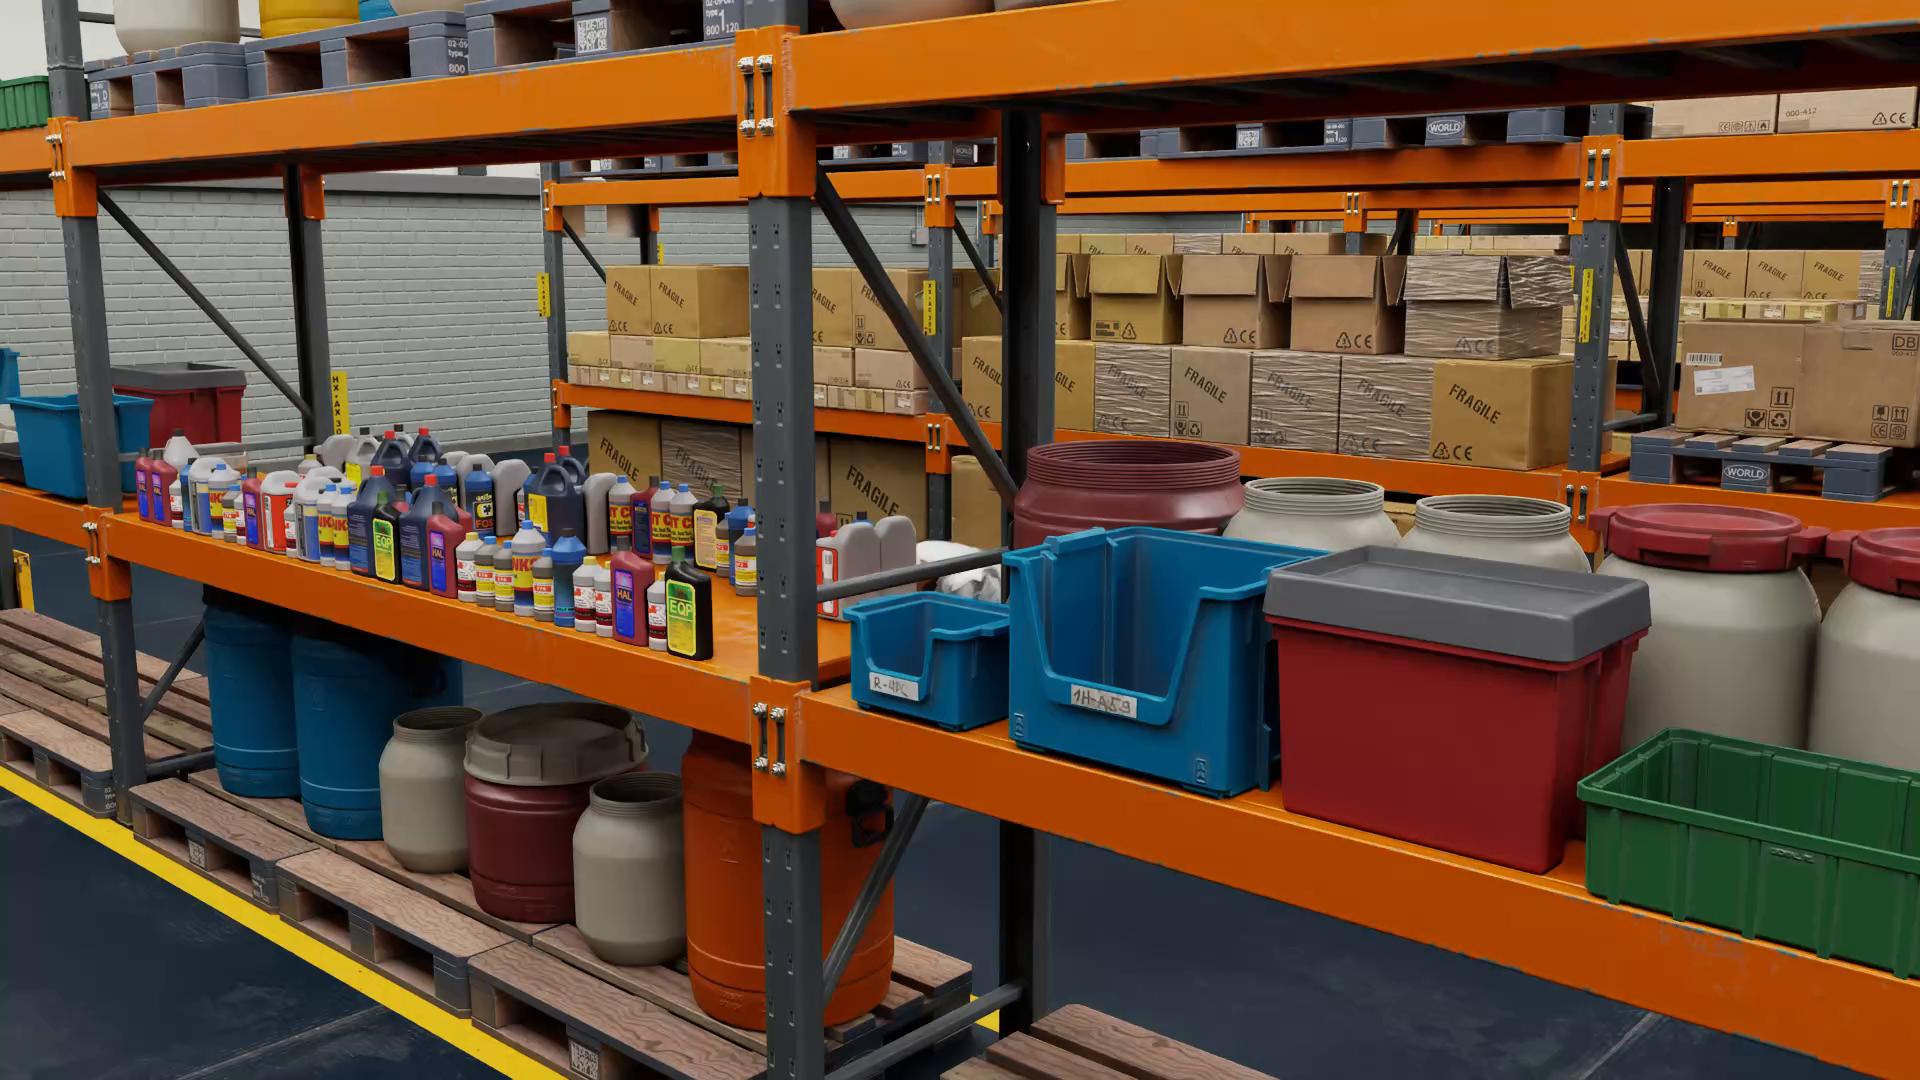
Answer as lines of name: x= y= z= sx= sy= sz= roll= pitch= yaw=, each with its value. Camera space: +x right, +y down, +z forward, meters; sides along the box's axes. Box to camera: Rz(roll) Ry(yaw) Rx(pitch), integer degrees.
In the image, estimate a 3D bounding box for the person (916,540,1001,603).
person: x=-0.059 y=0.465 z=7.996 sx=0.540 sy=0.993 sz=0.960 roll=8 pitch=13 yaw=39
